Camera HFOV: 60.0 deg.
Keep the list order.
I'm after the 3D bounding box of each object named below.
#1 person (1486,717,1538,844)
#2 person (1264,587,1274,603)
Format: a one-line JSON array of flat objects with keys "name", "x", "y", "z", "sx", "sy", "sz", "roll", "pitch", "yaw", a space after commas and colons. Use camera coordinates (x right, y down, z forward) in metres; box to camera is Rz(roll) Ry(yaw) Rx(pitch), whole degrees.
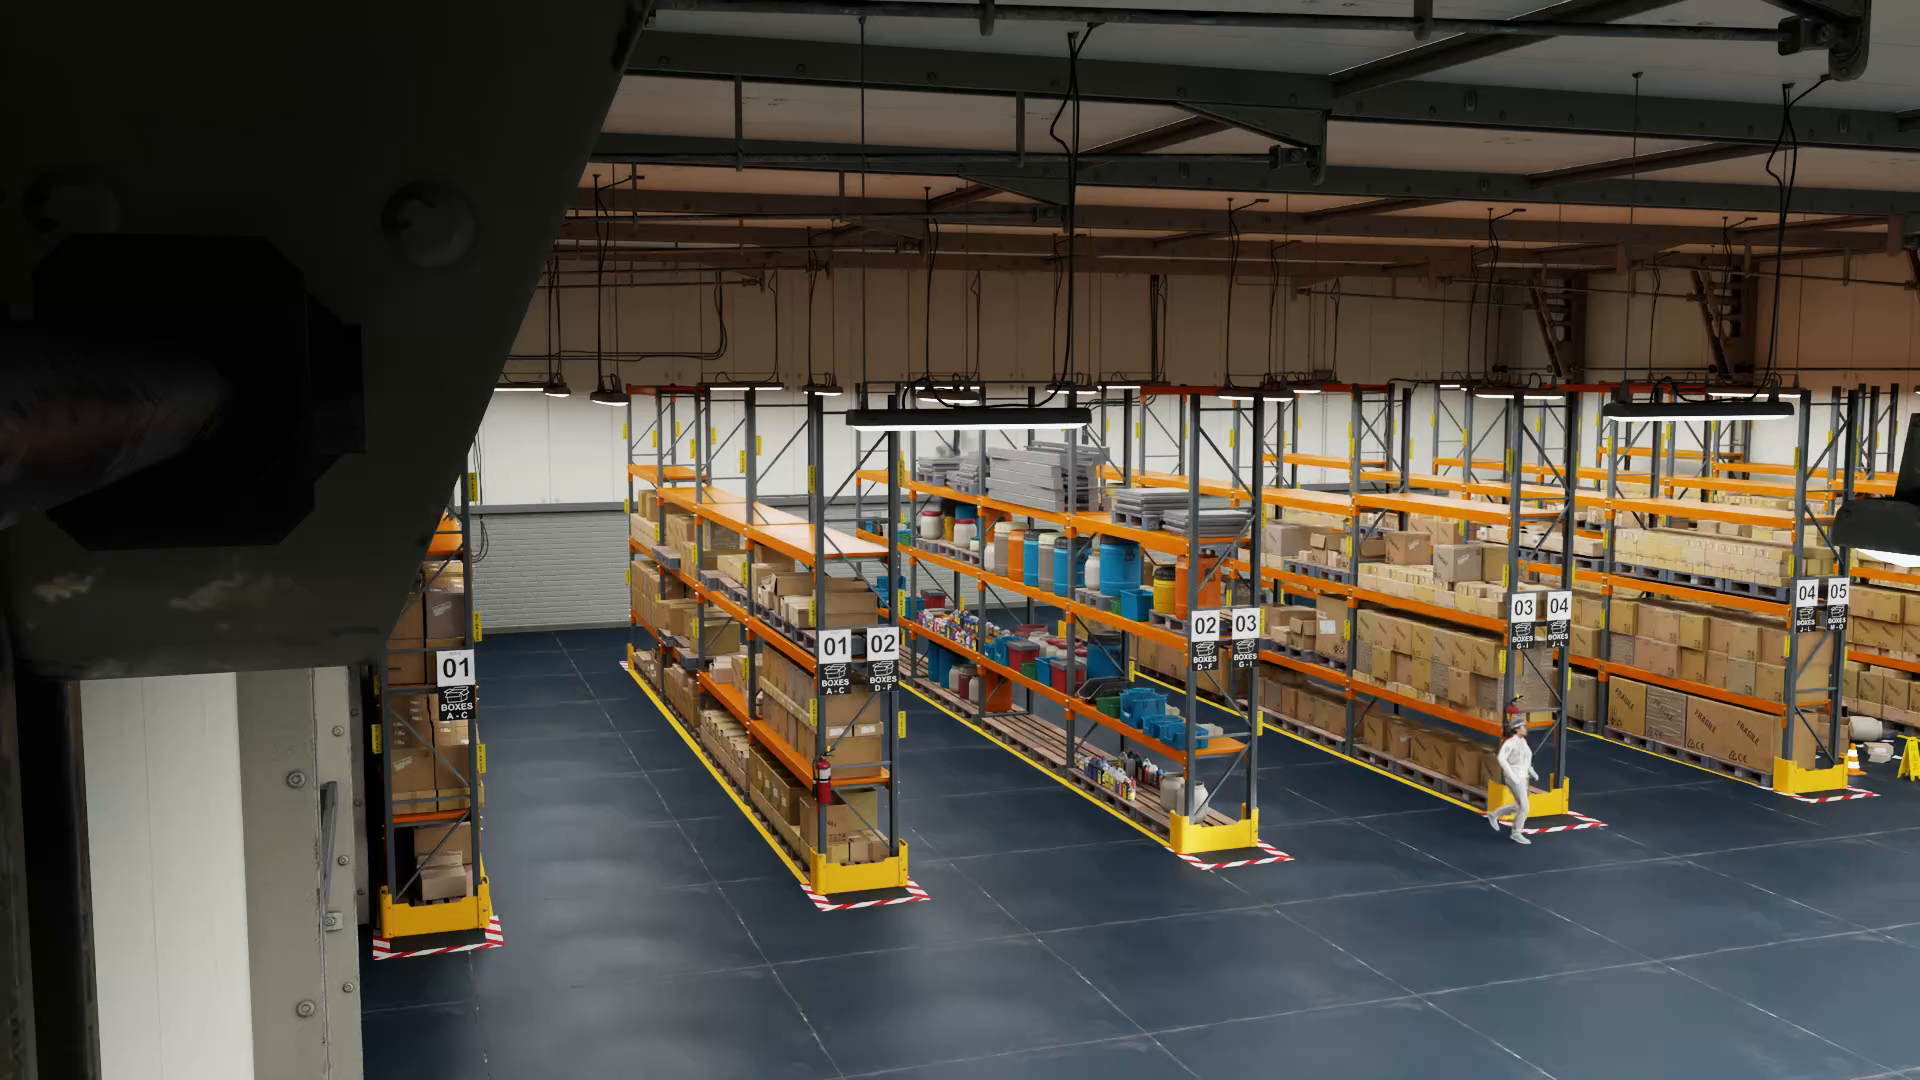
[{"name": "person", "x": 7.458, "y": 3.210, "z": 22.432, "sx": 0.640, "sy": 1.665, "sz": 0.665, "roll": 5, "pitch": 8, "yaw": 39}, {"name": "person", "x": 7.853, "y": 1.206, "z": 41.413, "sx": 0.770, "sy": 1.757, "sz": 0.687, "roll": -3, "pitch": 7, "yaw": -26}]
